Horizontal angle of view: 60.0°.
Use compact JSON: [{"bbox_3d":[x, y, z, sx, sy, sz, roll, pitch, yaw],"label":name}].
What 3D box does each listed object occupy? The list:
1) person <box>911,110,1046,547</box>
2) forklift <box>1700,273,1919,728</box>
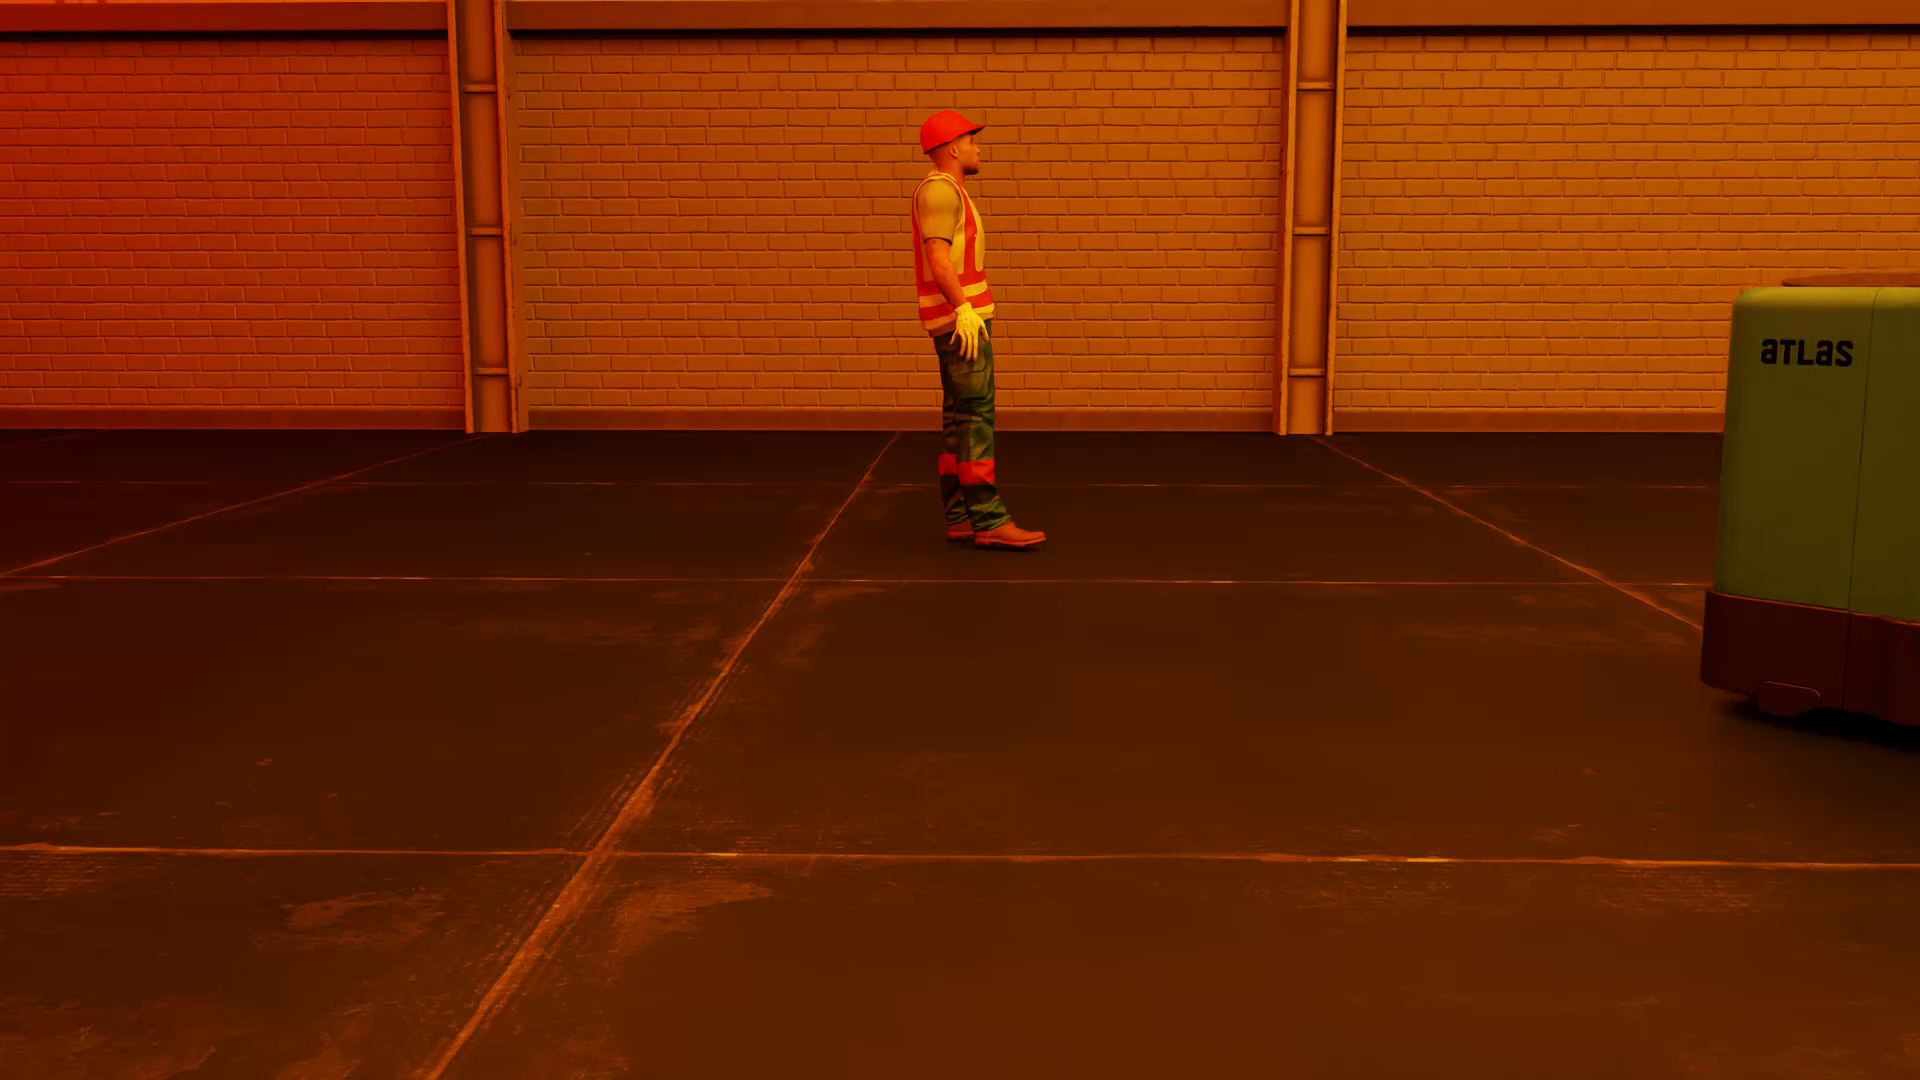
[{"bbox_3d":[0.081,-0.890,6.977,0.562,1.790,0.637,0,9,1],"label":"person"},{"bbox_3d":[3.257,-0.895,3.275,1.130,2.935,3.031,-8,12,-41],"label":"forklift"}]
